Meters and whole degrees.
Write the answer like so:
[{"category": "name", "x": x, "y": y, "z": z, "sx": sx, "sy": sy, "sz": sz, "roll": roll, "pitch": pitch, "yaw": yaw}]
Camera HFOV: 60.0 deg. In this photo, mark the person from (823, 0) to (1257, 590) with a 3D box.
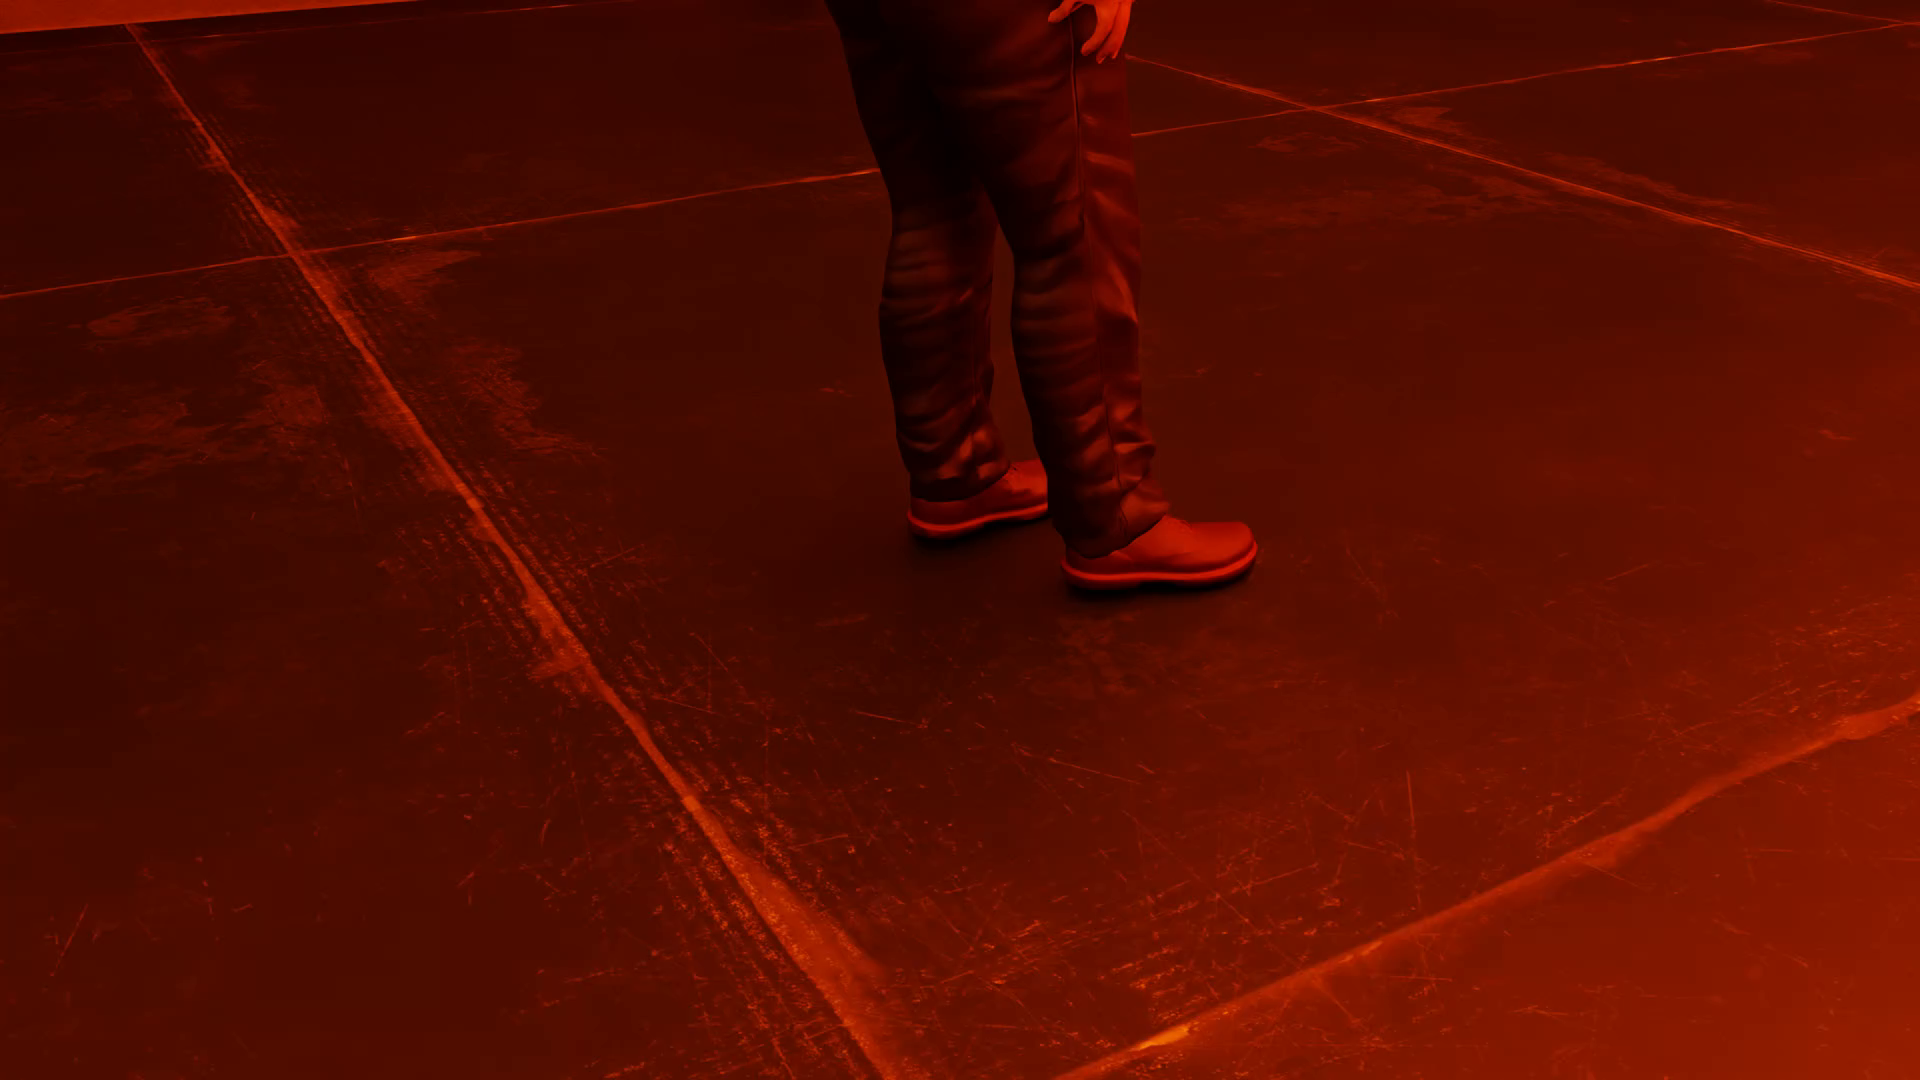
[{"category": "person", "x": 0.089, "y": -0.753, "z": 2.145, "sx": 0.503, "sy": 1.651, "sz": 0.598, "roll": -15, "pitch": 30, "yaw": -26}]
